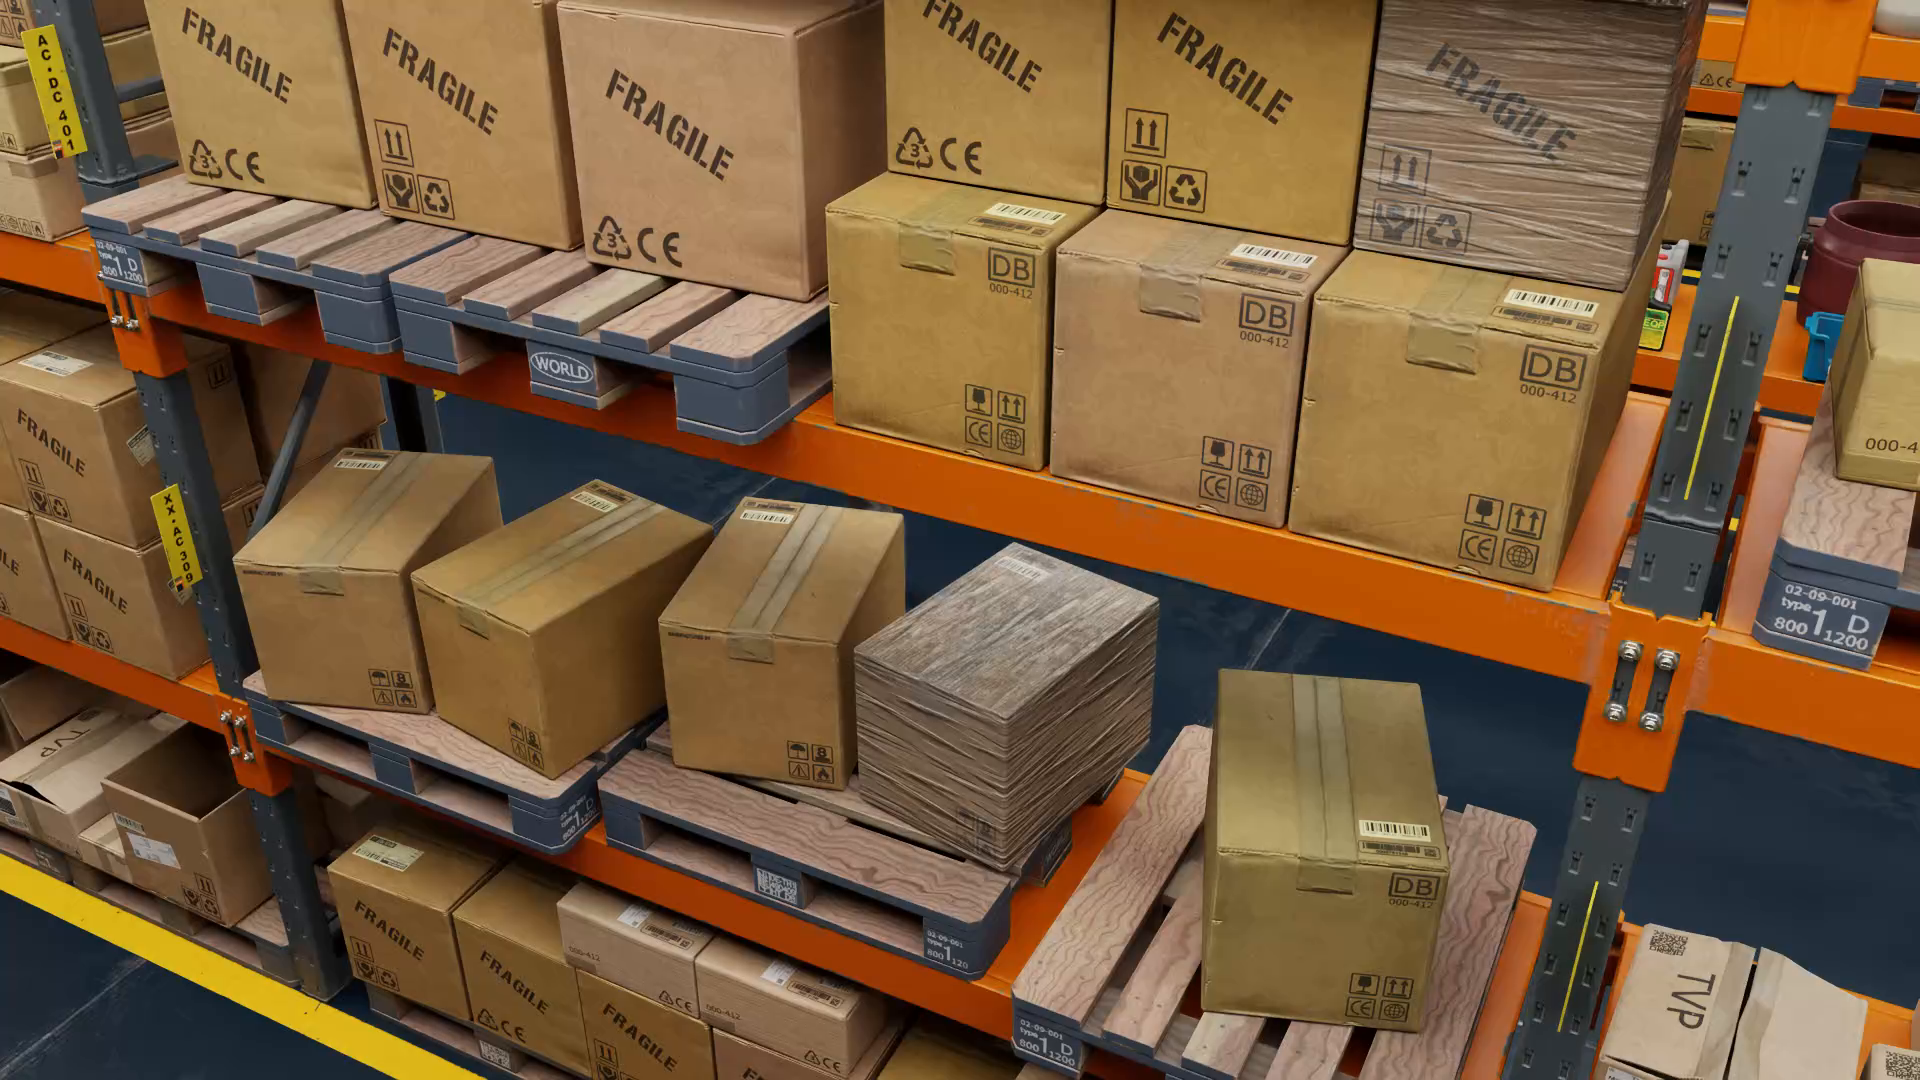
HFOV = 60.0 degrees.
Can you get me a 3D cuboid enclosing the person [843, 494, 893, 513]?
[{"bbox_3d":[-0.477,-0.453,7.888,0.568,1.680,0.459,22,37,32],"label":"person"}]
